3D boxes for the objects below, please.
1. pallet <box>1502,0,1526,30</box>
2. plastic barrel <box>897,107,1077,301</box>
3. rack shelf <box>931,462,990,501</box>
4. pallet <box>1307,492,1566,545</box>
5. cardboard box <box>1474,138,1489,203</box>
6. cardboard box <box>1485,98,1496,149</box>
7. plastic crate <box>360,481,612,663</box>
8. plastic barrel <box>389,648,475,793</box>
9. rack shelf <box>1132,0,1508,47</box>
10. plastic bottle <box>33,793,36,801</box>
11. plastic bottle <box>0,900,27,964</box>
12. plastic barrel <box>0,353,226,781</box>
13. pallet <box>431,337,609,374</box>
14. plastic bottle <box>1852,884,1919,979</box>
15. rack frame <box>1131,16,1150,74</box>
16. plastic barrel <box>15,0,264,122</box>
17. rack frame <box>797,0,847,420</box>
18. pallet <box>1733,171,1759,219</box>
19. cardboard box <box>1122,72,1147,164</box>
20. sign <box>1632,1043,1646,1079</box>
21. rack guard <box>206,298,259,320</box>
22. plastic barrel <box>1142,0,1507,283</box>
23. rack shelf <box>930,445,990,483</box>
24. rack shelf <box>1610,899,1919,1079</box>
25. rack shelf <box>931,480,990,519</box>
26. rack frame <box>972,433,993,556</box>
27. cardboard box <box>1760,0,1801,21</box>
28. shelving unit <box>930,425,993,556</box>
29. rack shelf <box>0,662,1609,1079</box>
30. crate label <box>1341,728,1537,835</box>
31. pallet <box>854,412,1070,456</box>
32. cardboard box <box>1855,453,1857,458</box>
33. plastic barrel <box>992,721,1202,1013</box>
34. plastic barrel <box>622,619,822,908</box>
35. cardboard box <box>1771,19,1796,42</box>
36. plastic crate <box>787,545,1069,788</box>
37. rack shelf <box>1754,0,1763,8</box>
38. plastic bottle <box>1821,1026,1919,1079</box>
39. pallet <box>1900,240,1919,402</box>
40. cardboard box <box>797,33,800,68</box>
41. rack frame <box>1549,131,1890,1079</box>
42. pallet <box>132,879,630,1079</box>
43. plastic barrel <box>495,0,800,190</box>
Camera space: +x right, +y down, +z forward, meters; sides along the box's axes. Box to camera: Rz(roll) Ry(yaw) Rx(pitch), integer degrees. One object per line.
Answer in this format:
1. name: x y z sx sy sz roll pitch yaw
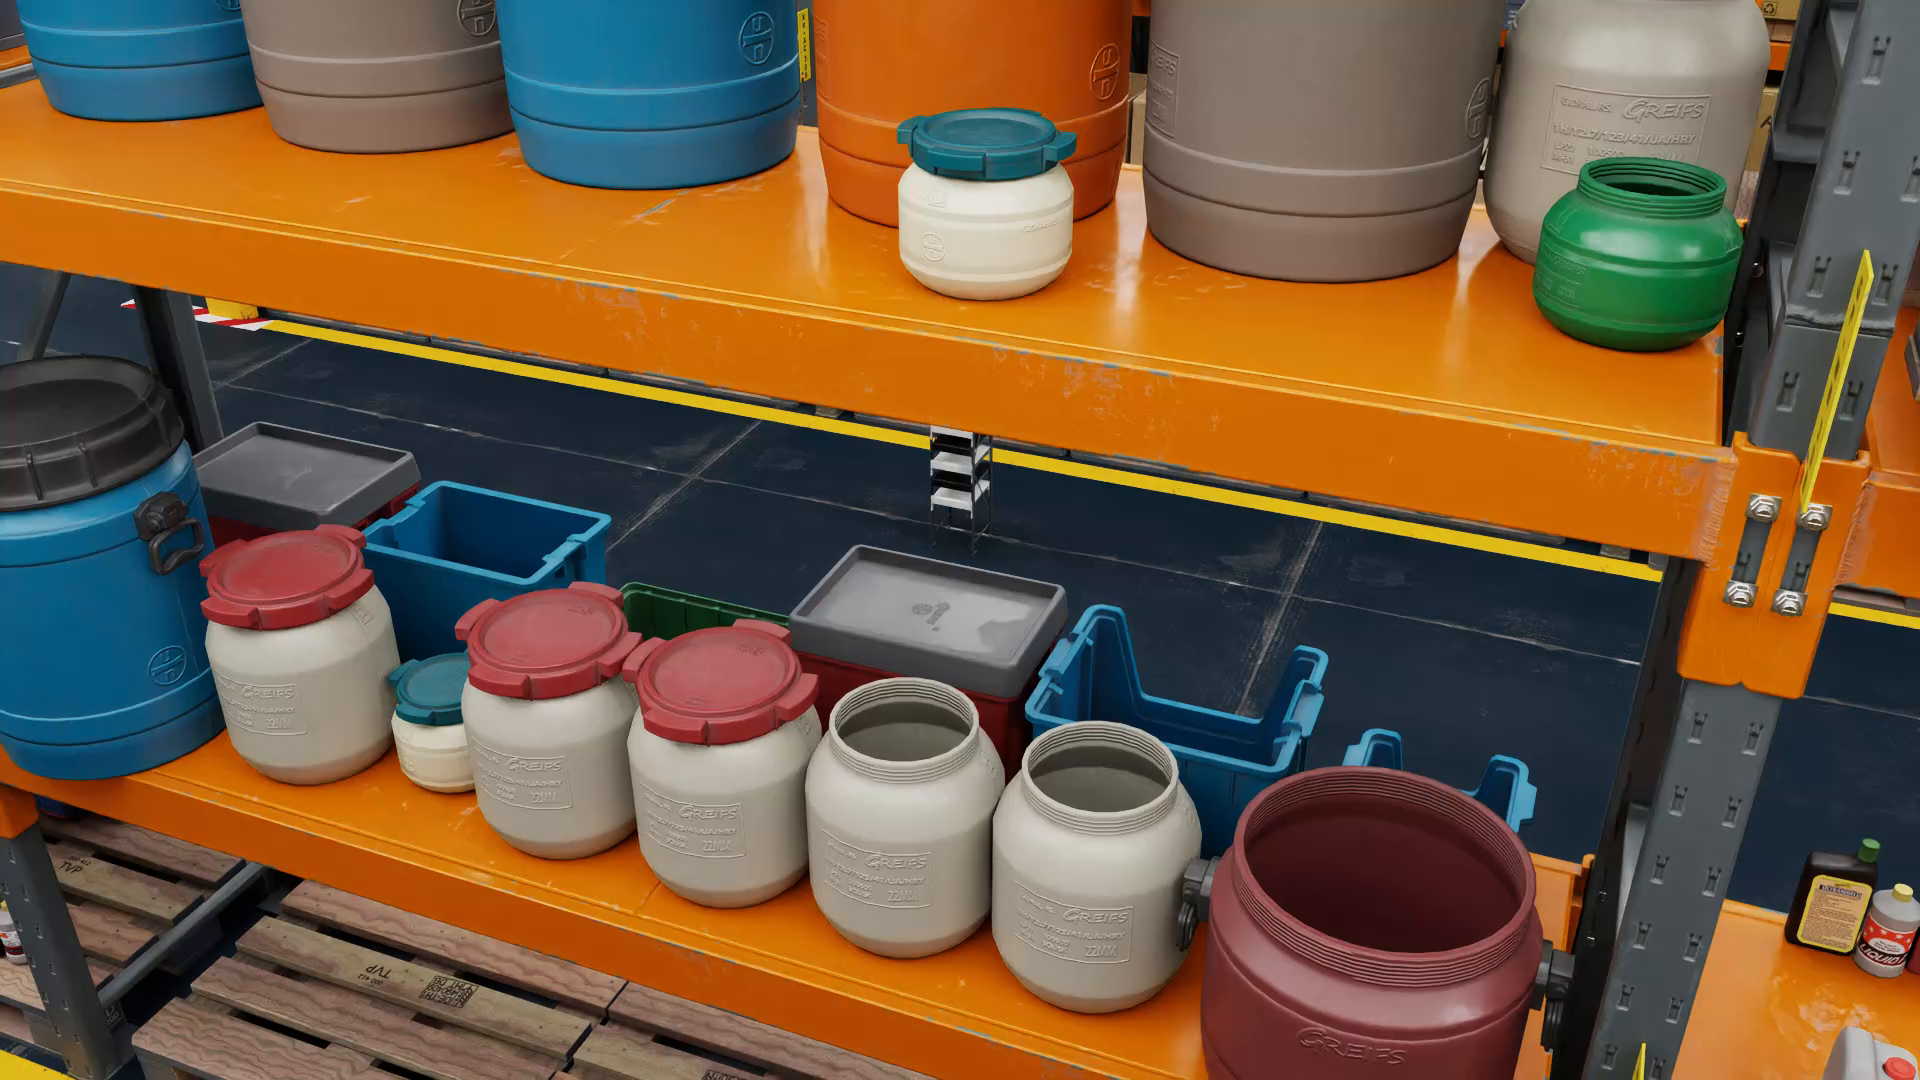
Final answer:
1. pallet: 4.334 -3.706 11.453 1.003 0.211 1.213 11 31 19
2. plastic barrel: 0.043 -0.564 2.791 0.301 0.262 0.301 0 29 0
3. rack shelf: 0.008 -0.283 7.587 0.200 0.077 0.258 11 31 19
4. pallet: 2.427 -0.403 8.249 1.213 0.211 1.003 11 31 19
5. cardboard box: 2.419 -1.662 7.733 0.500 0.311 0.500 11 31 19
6. cardboard box: 3.914 -3.067 12.222 0.500 0.500 0.700 11 31 19
7. plastic crate: -1.258 0.140 4.470 0.575 0.384 0.392 11 31 19
8. plastic barrel: -1.228 0.446 4.053 0.301 0.262 0.301 0 29 0
9. rack shelf: 3.181 -3.763 12.091 4.000 0.370 1.077 11 31 19
10. plastic bottle: -3.169 0.757 5.688 0.097 0.271 0.097 0 29 0
11. plastic bottle: -2.851 1.172 5.024 0.097 0.201 0.097 0 29 0
12. plastic barrel: -2.153 0.062 4.082 0.708 0.901 0.600 11 31 19
13. pallet: -2.387 -1.364 9.949 1.213 0.211 1.003 11 31 19
14. plastic bottle: 1.945 0.807 3.475 0.097 0.201 0.097 0 29 0
15. rack frame: 1.328 -4.446 12.568 0.127 3.000 1.000 11 31 19
16. plastic barrel: -1.844 -1.458 3.723 0.708 0.901 0.600 11 31 19
17. rack frame: -0.531 -2.187 8.571 0.127 3.000 1.000 11 31 19
18. pallet: 3.830 -1.270 7.144 1.003 0.211 1.213 11 31 19
19. cardboard box: 0.662 -1.984 8.109 0.500 0.500 0.500 14 32 23
20. sign: 1.109 0.992 2.781 0.005 0.325 0.100 11 31 19
21. rack guard: -4.260 -1.843 10.503 0.348 0.500 1.175 11 31 19
22. plastic barrel: 0.630 -0.964 2.849 0.600 0.901 0.600 0 29 0
23. rack shelf: 0.008 -0.361 7.542 0.200 0.077 0.258 11 31 19
24. rack shelf: 3.163 1.494 2.789 4.000 0.370 1.077 11 31 19
25. rack shelf: 0.008 -0.205 7.631 0.200 0.077 0.258 11 31 19
26. rack frame: 0.102 -0.371 7.493 0.006 0.900 0.240 11 31 19
27. cardboard box: 5.388 -3.682 10.791 0.500 0.500 0.500 12 32 21
28. shelving unit: 0.008 -0.390 7.526 0.210 0.900 0.258 11 31 19
29. rack shelf: -0.544 0.754 4.099 4.000 0.370 1.077 11 31 19
30. crate label: 1.060 0.635 3.748 0.416 0.233 0.303 11 31 19
31. pallet: 0.166 -0.855 9.047 1.213 0.211 1.003 11 31 19
32. cardboard box: 3.977 -0.242 7.222 0.500 0.500 0.500 10 31 17
33. plastic barrel: 0.276 0.669 3.404 0.421 0.512 0.421 0 29 0
34. plastic barrel: -0.512 0.504 3.671 0.433 0.535 0.433 0 29 0
35. cardboard box: 5.482 -3.389 10.932 0.250 0.149 0.380 12 32 20
36. plastic crate: -0.073 0.345 4.027 0.583 0.464 0.402 11 31 19
37. rack shelf: 5.028 -2.070 6.046 4.000 0.370 1.077 11 31 19
38. plastic bottle: 1.646 1.023 3.018 0.135 0.276 0.152 11 31 19
39. pallet: 1.981 -0.227 2.246 1.213 0.211 1.003 11 31 19
40. cardboard box: -0.864 -2.466 8.303 0.250 0.149 0.380 11 31 19
41. rack frame: 1.309 0.811 3.267 0.127 3.000 1.000 11 31 19
42. pallet: -1.655 1.412 5.037 1.213 0.211 1.003 11 31 19
43. plastic barrel: -0.632 -1.216 3.295 0.708 0.901 0.600 11 31 19
